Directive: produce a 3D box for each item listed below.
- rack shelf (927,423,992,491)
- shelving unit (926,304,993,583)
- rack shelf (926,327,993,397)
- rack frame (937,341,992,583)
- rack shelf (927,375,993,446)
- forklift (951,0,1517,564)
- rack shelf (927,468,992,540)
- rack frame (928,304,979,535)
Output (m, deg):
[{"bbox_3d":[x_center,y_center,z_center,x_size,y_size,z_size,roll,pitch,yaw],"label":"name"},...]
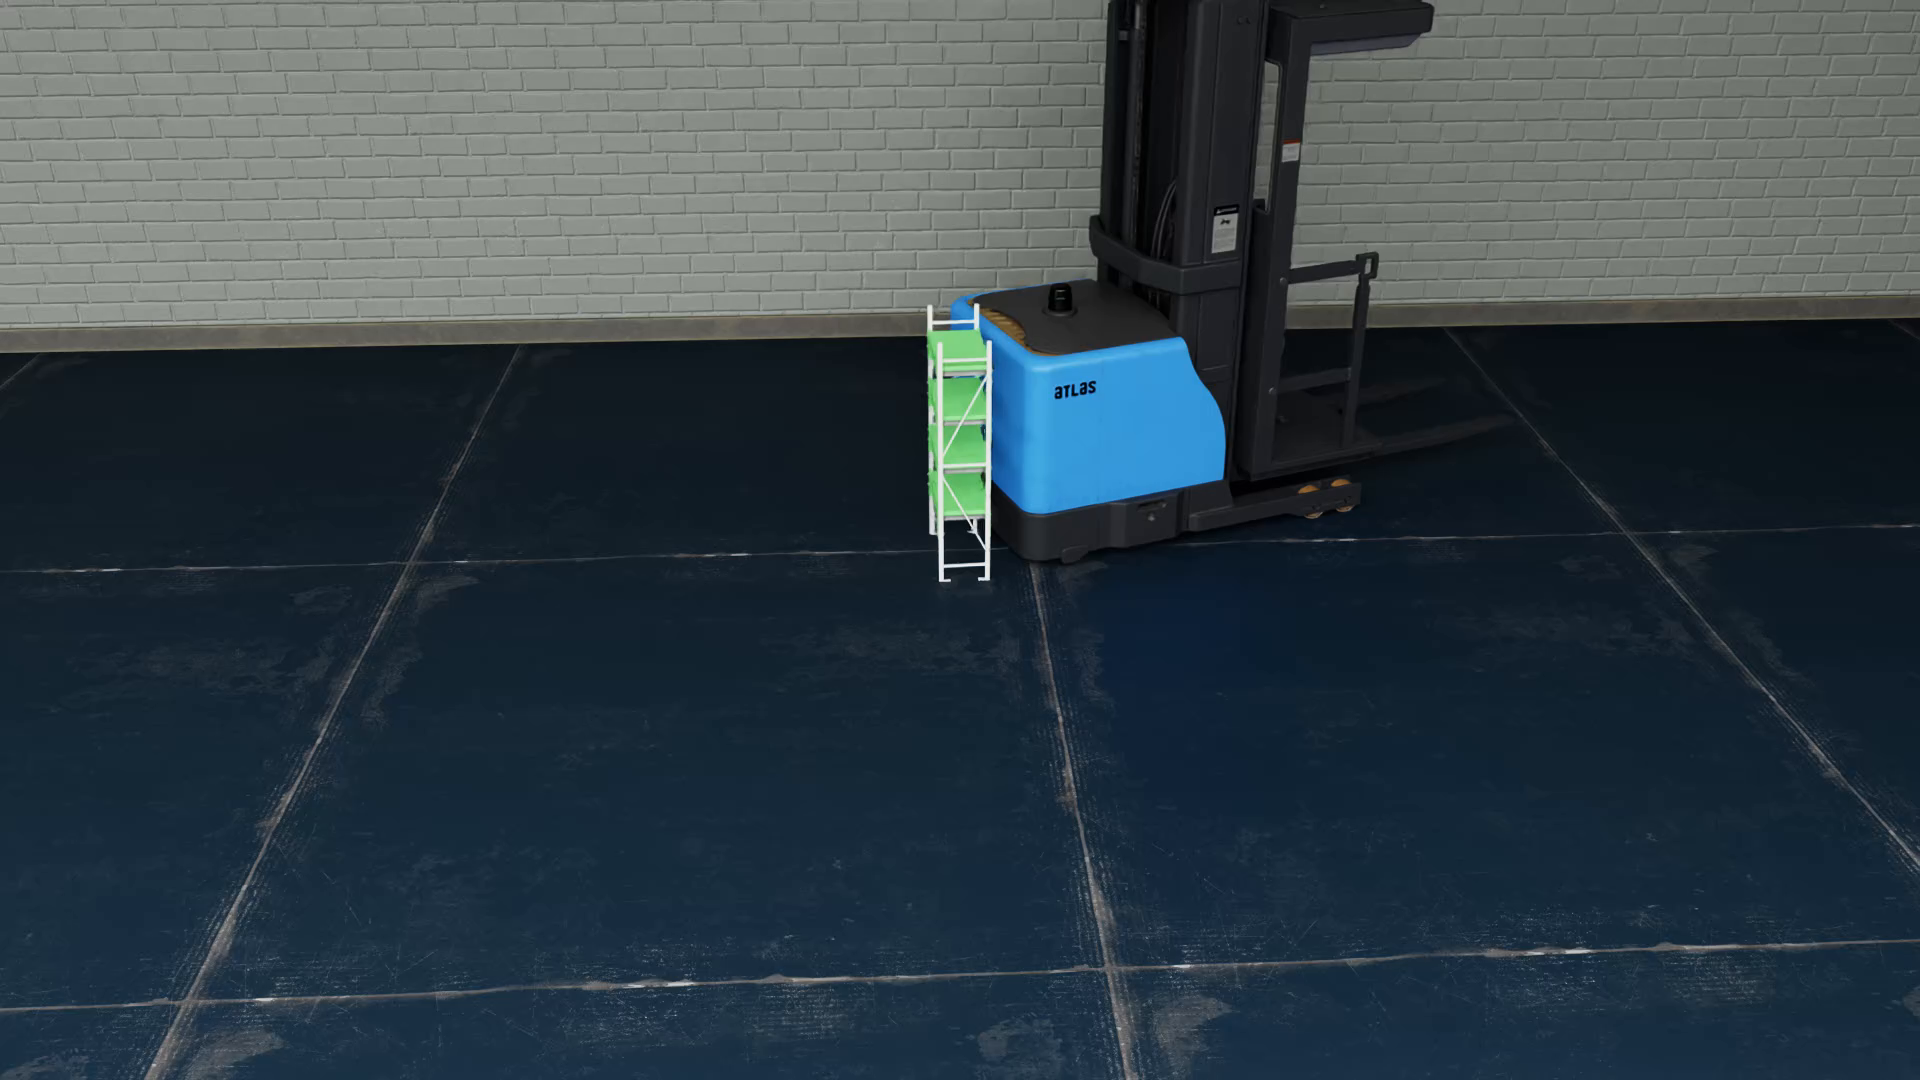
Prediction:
[{"bbox_3d":[-0.006,-0.395,7.849,0.258,0.148,0.480,-3,28,-5],"label":"rack shelf"},{"bbox_3d":[-0.006,-0.452,7.819,0.258,1.200,0.503,-3,28,-5],"label":"shelving unit"},{"bbox_3d":[-0.006,-0.821,7.627,0.258,0.148,0.480,-3,28,-5],"label":"rack shelf"},{"bbox_3d":[0.020,-0.340,7.604,0.240,1.200,0.015,-3,28,-5],"label":"rack frame"},{"bbox_3d":[-0.006,-0.608,7.738,0.258,0.148,0.480,-3,28,-5],"label":"rack shelf"},{"bbox_3d":[1.504,-1.620,8.186,3.031,2.935,1.130,-11,30,-21],"label":"forklift"},{"bbox_3d":[-0.006,-0.183,7.960,0.258,0.148,0.480,-3,28,-5],"label":"rack shelf"},{"bbox_3d":[-0.031,-0.564,8.034,0.240,1.200,0.015,-3,28,-5],"label":"rack frame"}]
